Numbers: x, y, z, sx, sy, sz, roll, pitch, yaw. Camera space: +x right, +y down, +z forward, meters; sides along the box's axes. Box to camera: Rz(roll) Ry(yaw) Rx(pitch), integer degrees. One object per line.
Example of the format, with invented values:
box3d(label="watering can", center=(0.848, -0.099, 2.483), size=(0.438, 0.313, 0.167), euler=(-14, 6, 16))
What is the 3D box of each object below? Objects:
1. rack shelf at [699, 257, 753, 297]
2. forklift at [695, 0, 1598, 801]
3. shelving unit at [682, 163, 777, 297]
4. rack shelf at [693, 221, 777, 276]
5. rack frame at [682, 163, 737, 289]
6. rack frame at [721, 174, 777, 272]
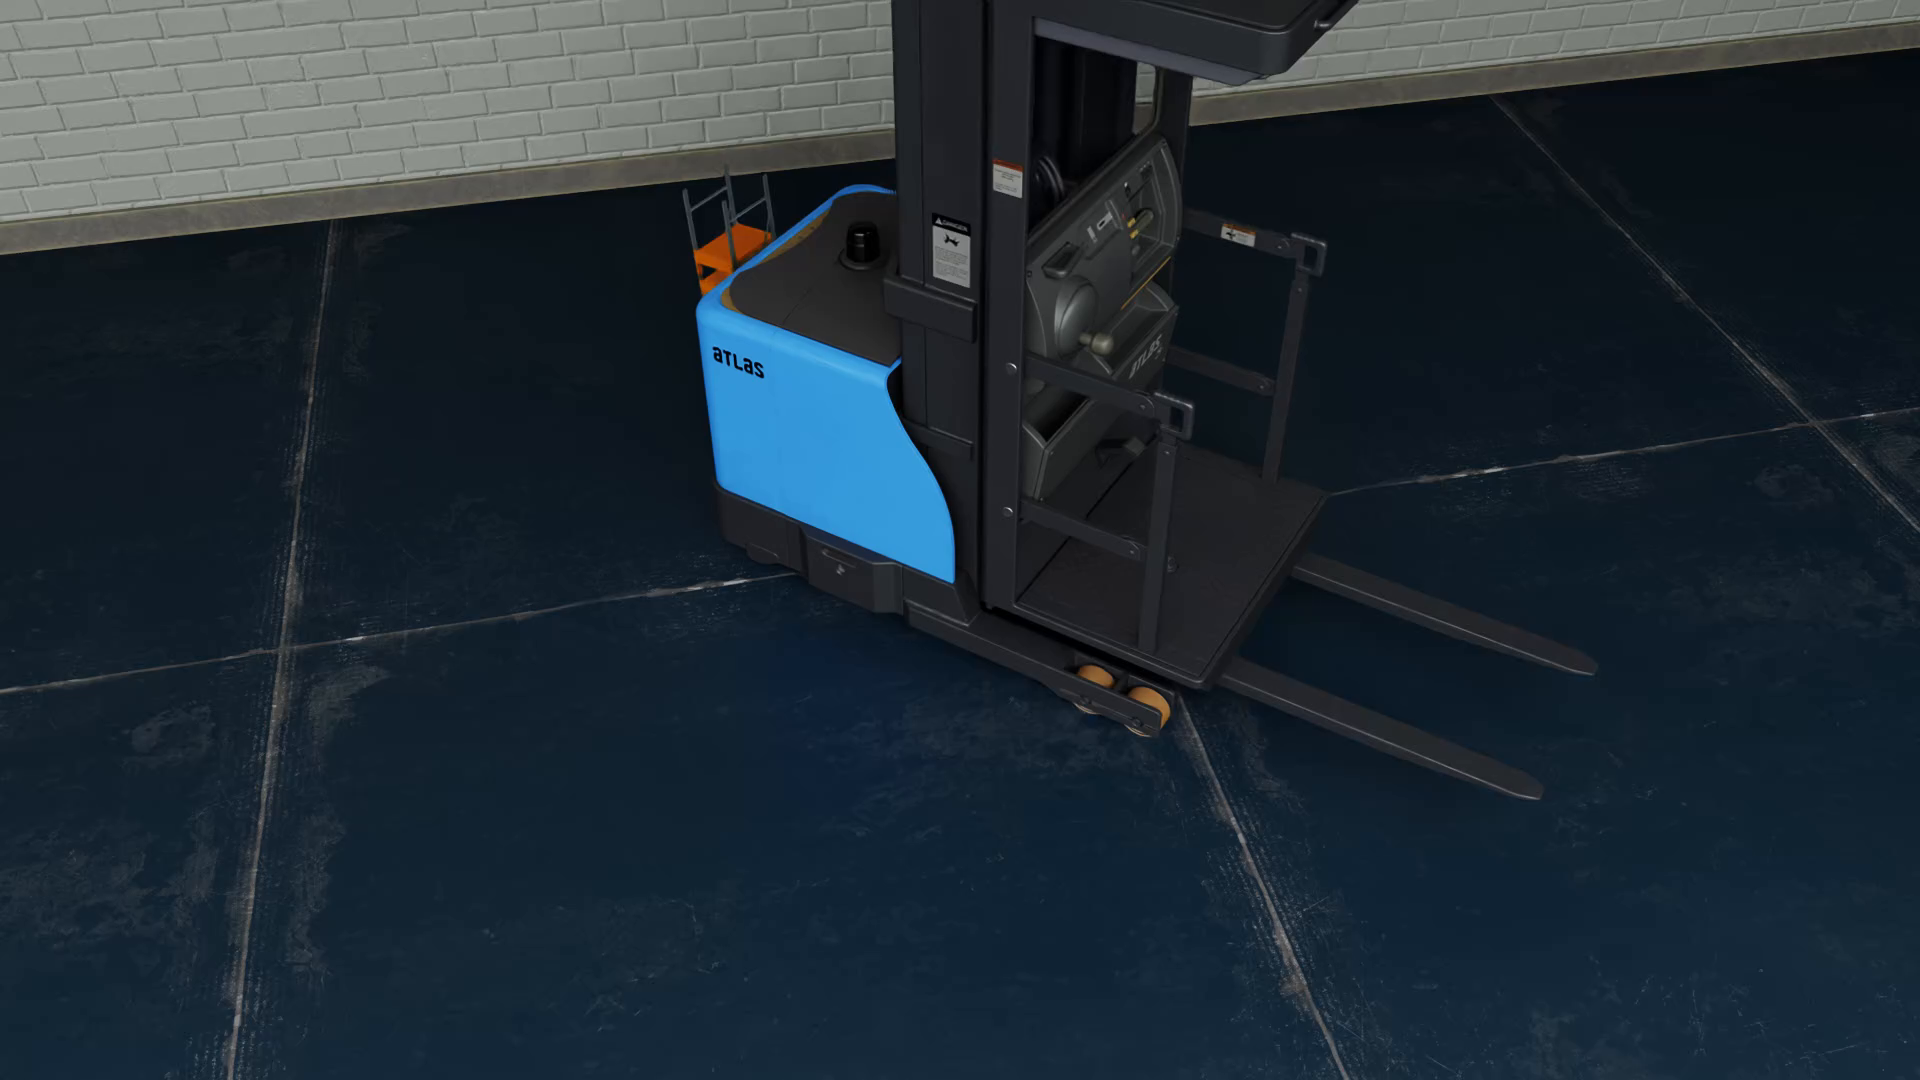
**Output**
box3d(label="rack shelf", center=(-0.802, -0.945, 6.109), size=(0.180, 0.103, 0.258), euler=(21, 45, 28))
box3d(label="forklift", center=(0.627, -0.851, 5.000), size=(3.031, 2.935, 1.130), euler=(22, 46, 23))
box3d(label="shelving unit", center=(-0.789, -0.794, 6.231), size=(0.189, 1.200, 0.258), euler=(21, 45, 28))
box3d(label="rack shelf", center=(-0.810, -1.039, 6.033), size=(0.180, 0.103, 0.258), euler=(21, 45, 28))
box3d(label="rack frame", center=(-0.864, -0.822, 6.275), size=(0.006, 1.200, 0.240), euler=(21, 45, 28))
box3d(label="rack frame", center=(-0.714, -0.765, 6.188), size=(0.006, 1.200, 0.240), euler=(21, 45, 28))
